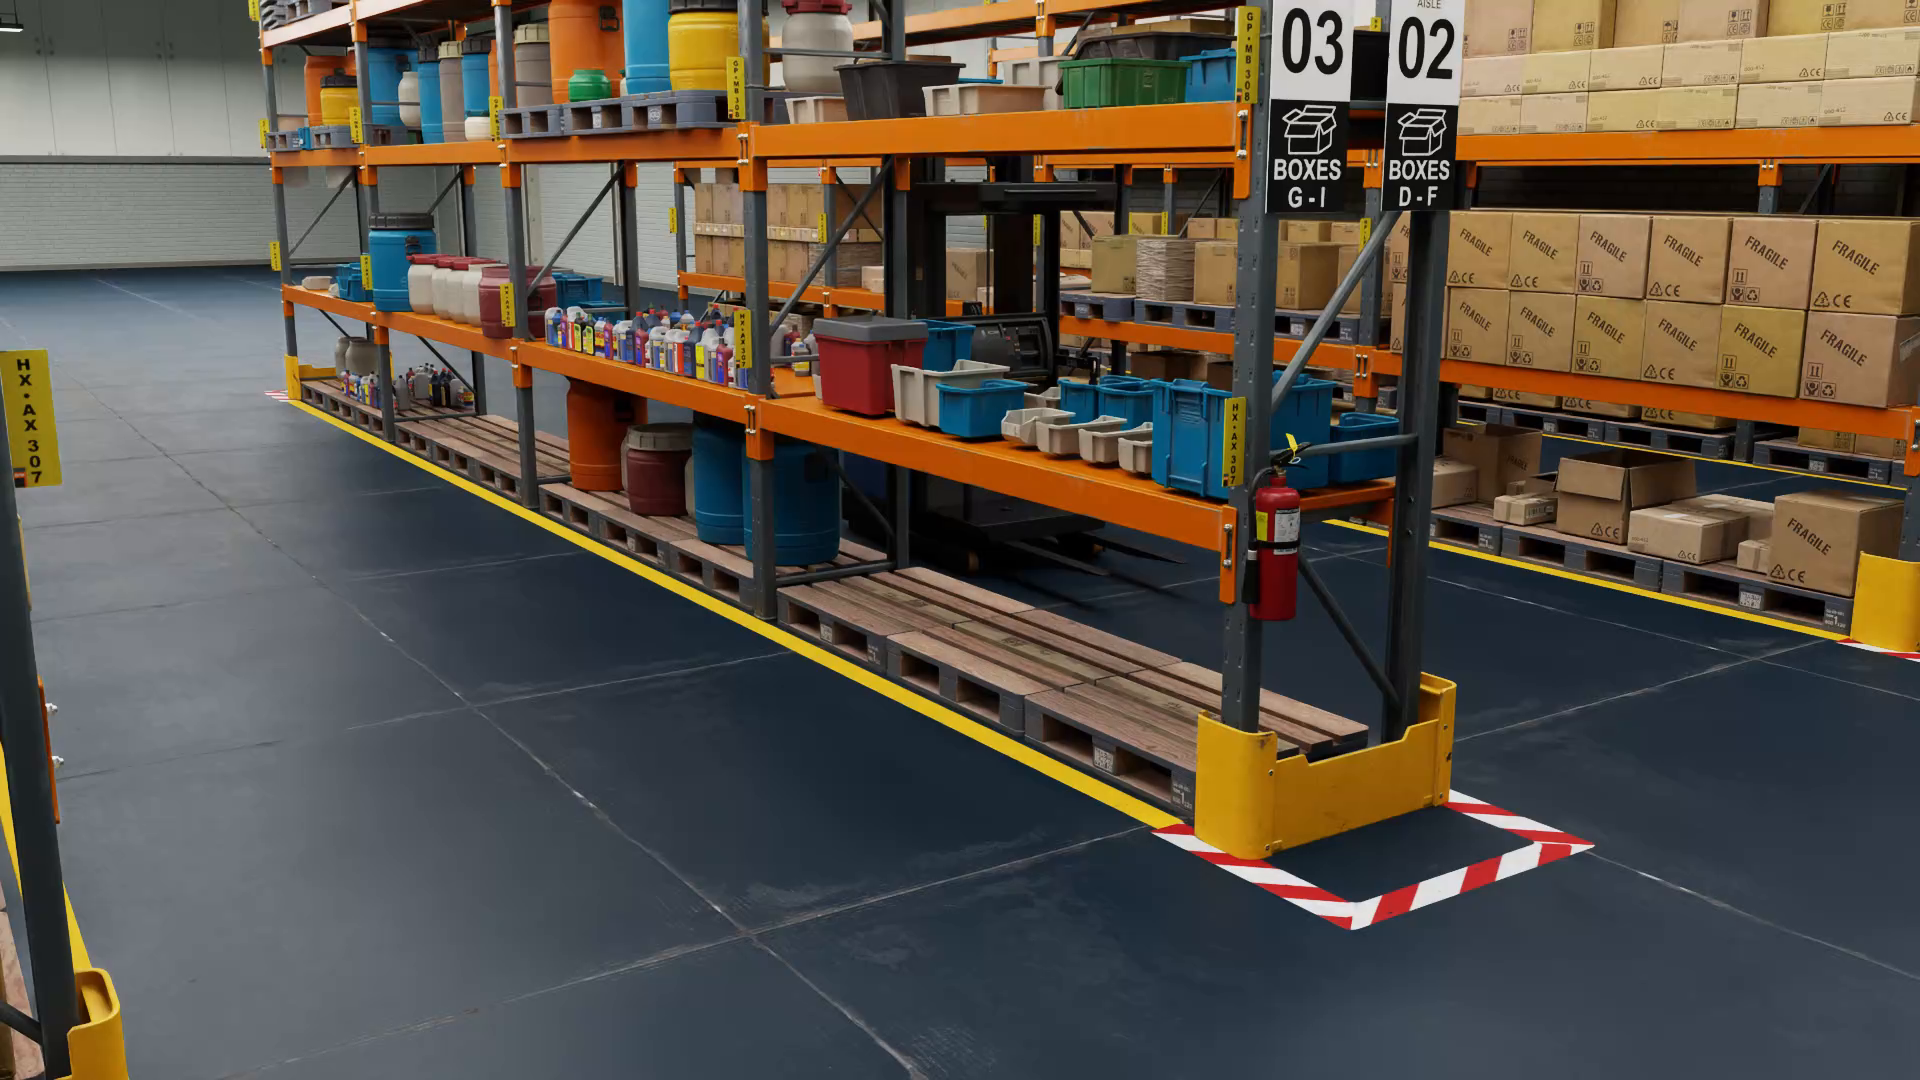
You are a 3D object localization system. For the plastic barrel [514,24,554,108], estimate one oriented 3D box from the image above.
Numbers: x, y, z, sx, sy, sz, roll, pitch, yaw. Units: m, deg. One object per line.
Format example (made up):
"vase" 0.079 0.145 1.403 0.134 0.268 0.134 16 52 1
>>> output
"plastic barrel" -3.252 -3.652 13.346 0.600 0.901 0.600 0 12 0

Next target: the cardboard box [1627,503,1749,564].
"cardboard box" 4.573 -0.045 10.451 0.500 0.250 0.500 -8 15 -33

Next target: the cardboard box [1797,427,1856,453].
"cardboard box" 7.815 -1.070 14.603 0.700 0.500 0.500 -8 15 -32

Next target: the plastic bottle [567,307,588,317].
"plastic bottle" -2.880 -1.612 12.504 0.152 0.276 0.135 -8 15 -33

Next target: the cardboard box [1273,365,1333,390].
"cardboard box" 2.745 -1.297 13.838 0.500 0.250 0.500 -8 15 -33

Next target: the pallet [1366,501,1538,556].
"pallet" 3.744 -0.160 12.099 1.003 0.211 1.213 -8 15 -33

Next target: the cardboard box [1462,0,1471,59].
"cardboard box" 3.665 -3.565 11.547 0.700 0.500 0.500 -8 15 -33

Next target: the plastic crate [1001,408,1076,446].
"plastic crate" 0.350 -0.522 7.703 0.298 0.136 0.250 -8 15 -33

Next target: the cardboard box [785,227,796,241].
"cardboard box" -1.826 -3.593 19.518 0.380 0.149 0.250 -8 15 -33

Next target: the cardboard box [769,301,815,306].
"cardboard box" -2.173 -2.771 21.207 0.500 0.500 0.500 -8 15 -33

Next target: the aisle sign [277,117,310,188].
"aisle sign" -7.694 -4.441 19.063 0.394 0.787 0.004 -8 15 -33

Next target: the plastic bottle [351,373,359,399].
"plastic bottle" -6.420 -1.637 17.682 0.097 0.271 0.097 0 12 0

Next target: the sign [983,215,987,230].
"sign" 0.386 -4.724 24.417 0.100 0.325 0.005 -8 15 -33

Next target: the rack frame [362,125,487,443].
"rack frame" -5.194 -2.482 16.188 1.000 3.000 0.127 -8 15 -33

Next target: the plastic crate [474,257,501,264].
"plastic crate" -4.671 -2.463 15.953 0.402 0.464 0.583 -8 15 -33

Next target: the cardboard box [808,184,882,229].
"cardboard box" -1.319 -3.828 19.074 0.700 0.500 0.500 -8 15 -32

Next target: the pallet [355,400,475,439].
"pallet" -5.531 -1.244 17.055 1.003 0.211 1.213 -8 15 -33

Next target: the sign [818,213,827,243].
"sign" -1.529 -3.463 18.463 0.100 0.325 0.005 -8 15 -33

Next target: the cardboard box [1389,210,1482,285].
"cardboard box" 3.391 -2.065 11.707 0.500 0.500 0.500 -8 14 -31

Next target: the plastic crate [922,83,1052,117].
"plastic crate" 0.103 -2.022 7.683 0.437 0.136 0.530 -8 15 -33

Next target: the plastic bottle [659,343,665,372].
"plastic bottle" -1.892 -1.190 10.745 0.097 0.201 0.097 0 12 0

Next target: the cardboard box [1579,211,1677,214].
"cardboard box" 4.425 -1.942 11.146 0.500 0.500 0.500 -8 15 -32

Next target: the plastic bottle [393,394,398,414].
"plastic bottle" -5.654 -1.357 16.566 0.097 0.201 0.097 0 12 0

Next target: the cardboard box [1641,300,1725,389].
"cardboard box" 4.543 -1.211 10.142 0.500 0.500 0.500 -8 15 -32

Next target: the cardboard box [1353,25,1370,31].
"cardboard box" 3.146 -3.511 12.423 0.600 0.600 0.600 -10 16 -38

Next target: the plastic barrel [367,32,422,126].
"plastic barrel" -5.656 -4.587 16.637 0.600 0.901 0.708 -8 15 -33

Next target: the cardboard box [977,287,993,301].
"cardboard box" 0.395 -2.453 16.646 0.380 0.149 0.250 -7 14 -29

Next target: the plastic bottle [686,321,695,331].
"plastic bottle" -1.952 -1.501 12.171 0.097 0.201 0.097 0 12 0

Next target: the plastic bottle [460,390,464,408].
"plastic bottle" -5.062 -1.456 17.019 0.097 0.201 0.097 0 12 0

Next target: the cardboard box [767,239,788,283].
"cardboard box" -1.892 -3.377 20.048 0.700 0.500 0.500 -8 15 -32

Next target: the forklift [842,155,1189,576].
"forklift" 0.331 -1.317 11.024 1.130 2.935 3.031 -8 14 -31

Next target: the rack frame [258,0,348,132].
"rack frame" -7.410 -6.124 18.800 1.000 3.000 0.127 -8 15 -33

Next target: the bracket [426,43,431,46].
"bracket" -16.187 -14.716 49.667 0.076 0.066 3.189 -8 15 -33

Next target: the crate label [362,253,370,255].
"crate label" -6.165 -2.915 18.087 0.502 0.435 0.616 -8 15 -33

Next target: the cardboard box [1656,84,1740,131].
"cardboard box" 4.521 -2.563 9.890 0.500 0.250 0.500 -8 15 -33

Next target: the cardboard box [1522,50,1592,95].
"cardboard box" 3.973 -2.986 10.654 0.500 0.250 0.500 -8 15 -33

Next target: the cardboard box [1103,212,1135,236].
"cardboard box" 2.253 -4.093 22.104 0.500 0.500 0.500 -8 15 -33

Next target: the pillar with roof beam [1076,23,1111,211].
"pillar with roof beam" -1.638 -6.765 21.731 9.100 9.000 0.400 -8 15 -33

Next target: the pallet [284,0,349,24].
"pallet" -6.354 -5.485 17.259 1.003 0.211 1.213 -8 15 -33

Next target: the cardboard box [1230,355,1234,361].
"cardboard box" 3.803 -2.433 20.788 0.700 0.500 0.500 -8 15 -34

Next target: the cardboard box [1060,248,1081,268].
"cardboard box" 1.699 -3.906 23.004 0.500 0.250 0.500 -8 15 -32

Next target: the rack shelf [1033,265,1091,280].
"rack shelf" 1.946 -3.658 23.254 1.077 0.370 4.000 -8 15 -33

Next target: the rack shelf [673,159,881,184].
"rack shelf" -2.176 -4.537 20.249 1.077 0.370 4.000 -8 15 -33

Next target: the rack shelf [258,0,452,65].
"rack shelf" -6.302 -5.221 17.293 1.077 0.370 4.000 -8 15 -33

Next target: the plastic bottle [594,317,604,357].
"plastic bottle" -2.507 -1.421 11.640 0.097 0.271 0.097 0 12 0

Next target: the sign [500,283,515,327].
"sign" -3.432 -1.783 12.614 0.100 0.325 0.005 -8 15 -33

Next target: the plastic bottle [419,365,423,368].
"plastic bottle" -5.948 -1.787 18.343 0.061 0.283 0.133 -8 14 -31

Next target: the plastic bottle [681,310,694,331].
"plastic bottle" -2.006 -1.553 12.243 0.097 0.271 0.097 0 12 0

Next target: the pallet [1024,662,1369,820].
"pallet" 1.030 0.864 7.418 1.003 0.211 1.213 -8 15 -33

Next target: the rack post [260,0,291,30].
"rack post" -7.097 -5.730 18.170 0.937 0.300 0.954 -6 14 -27
